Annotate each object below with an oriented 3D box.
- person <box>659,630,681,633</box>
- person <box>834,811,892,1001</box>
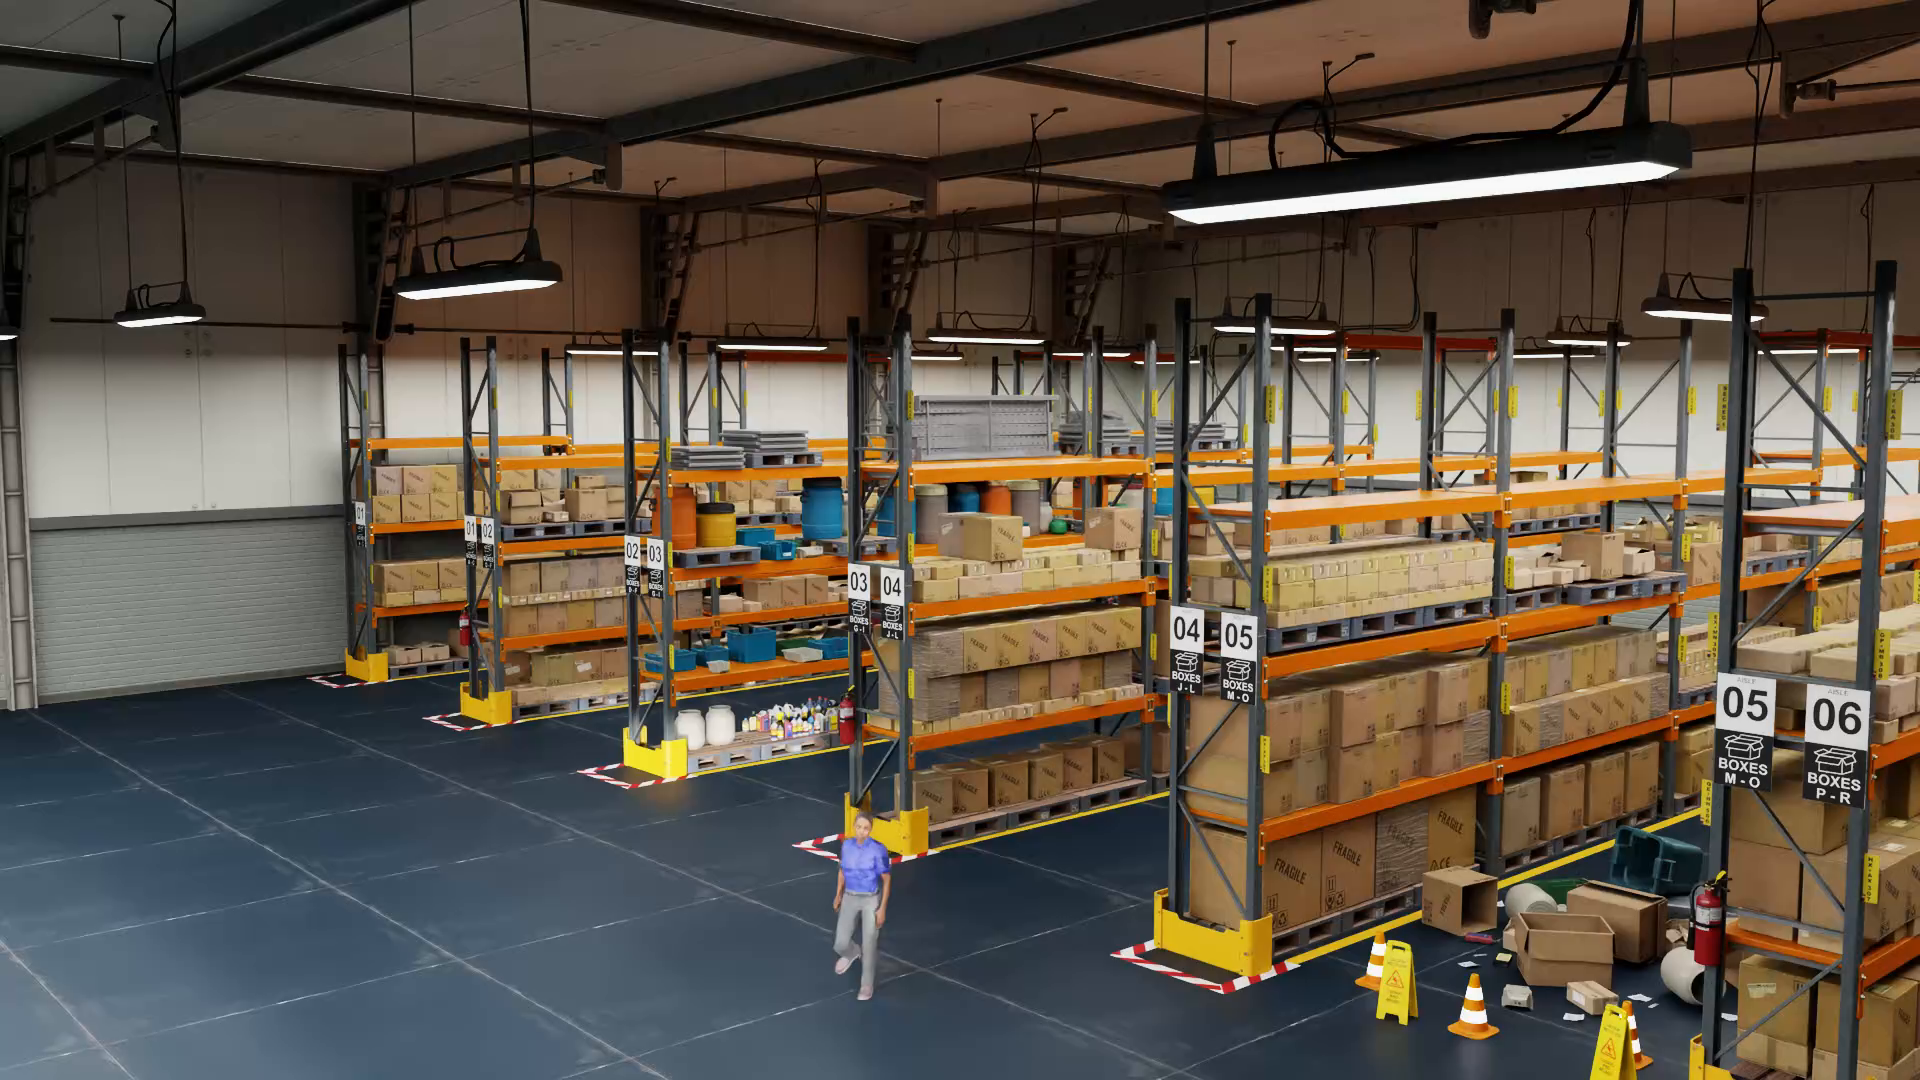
[{"bbox_3d":[-5.317,1.608,30.383,0.629,1.735,0.646,1,5,14],"label":"person"},{"bbox_3d":[-0.842,3.089,14.194,0.629,1.627,0.668,1,5,16],"label":"person"}]
